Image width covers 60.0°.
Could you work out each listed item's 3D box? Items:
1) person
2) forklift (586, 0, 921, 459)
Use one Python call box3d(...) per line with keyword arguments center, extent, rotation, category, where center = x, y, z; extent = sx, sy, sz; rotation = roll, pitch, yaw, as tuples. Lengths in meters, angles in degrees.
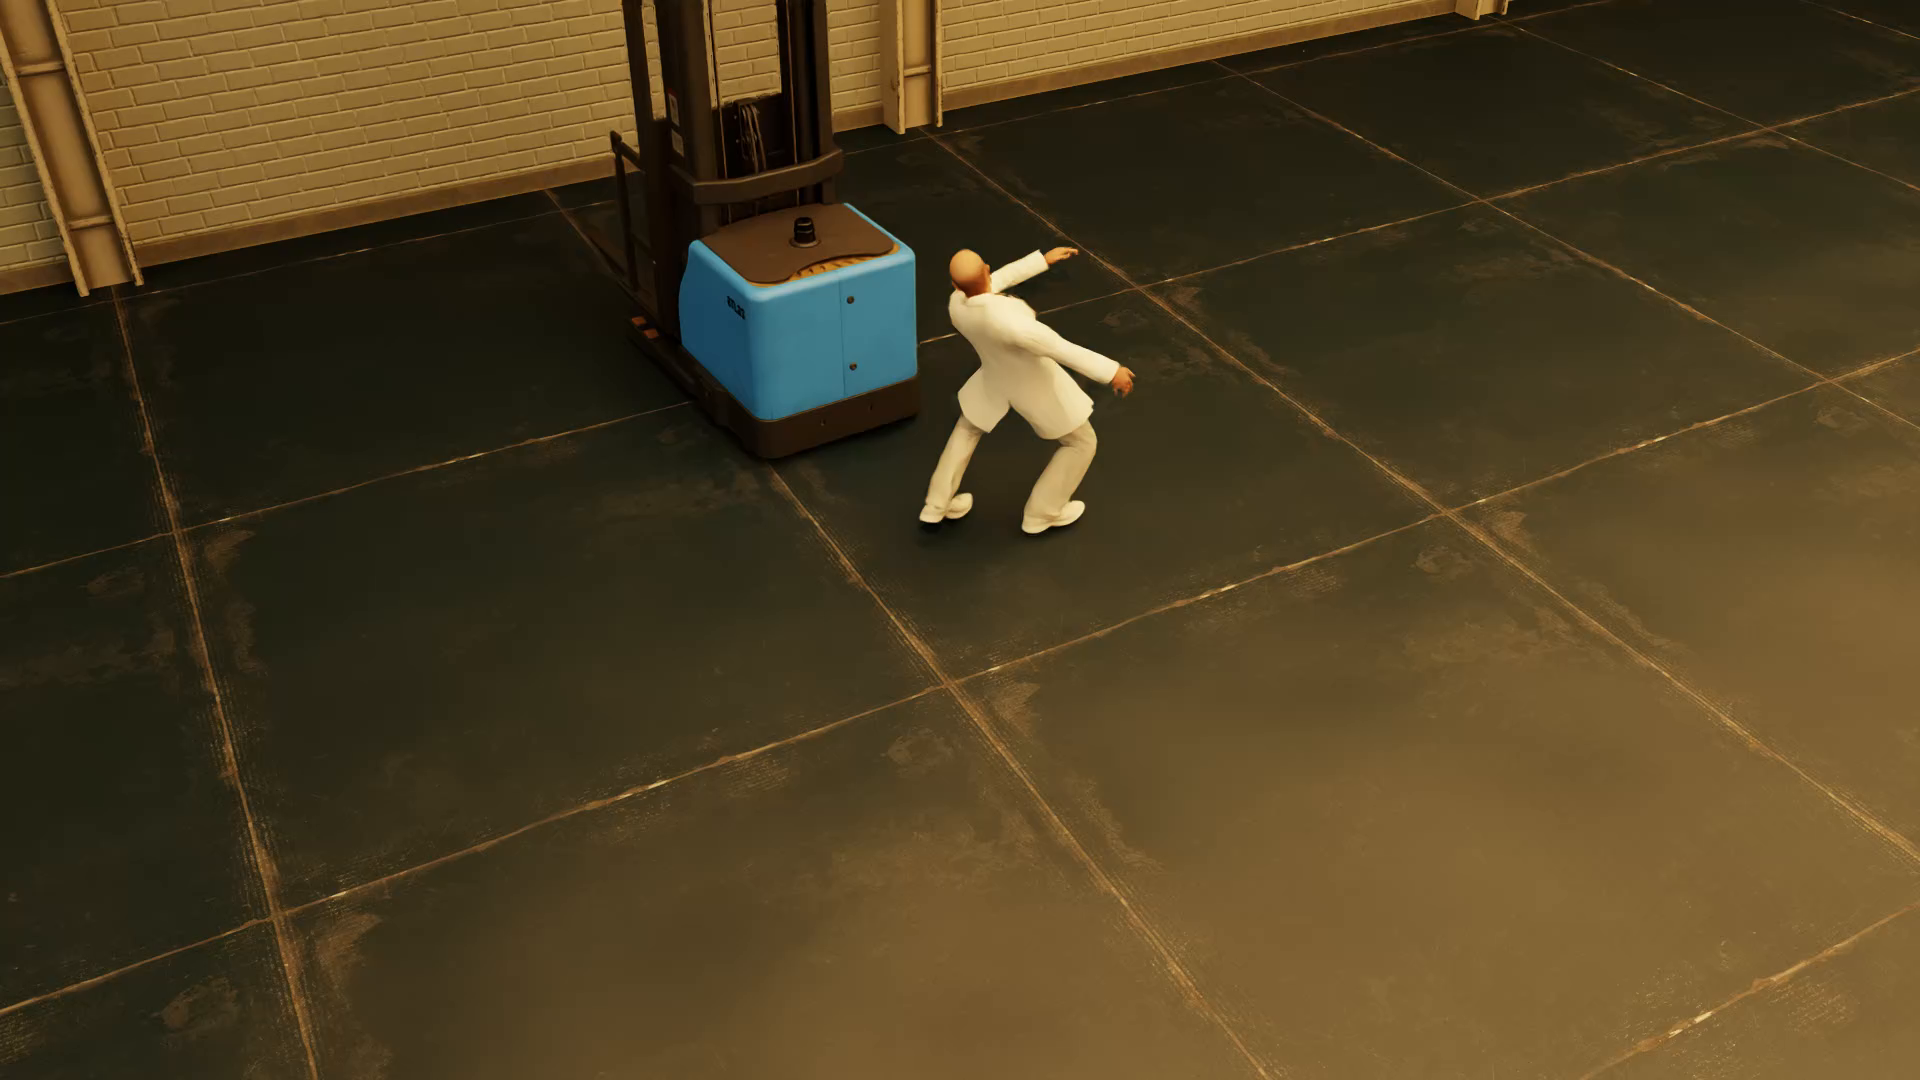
box3d(center=(0.393, -0.745, 8.337), extent=(0.977, 1.563, 0.898), rotation=(19, 39, 24), category="person")
box3d(center=(-1.436, -2.463, 9.608), extent=(1.130, 2.935, 3.031), rotation=(-20, 40, -26), category="forklift")
